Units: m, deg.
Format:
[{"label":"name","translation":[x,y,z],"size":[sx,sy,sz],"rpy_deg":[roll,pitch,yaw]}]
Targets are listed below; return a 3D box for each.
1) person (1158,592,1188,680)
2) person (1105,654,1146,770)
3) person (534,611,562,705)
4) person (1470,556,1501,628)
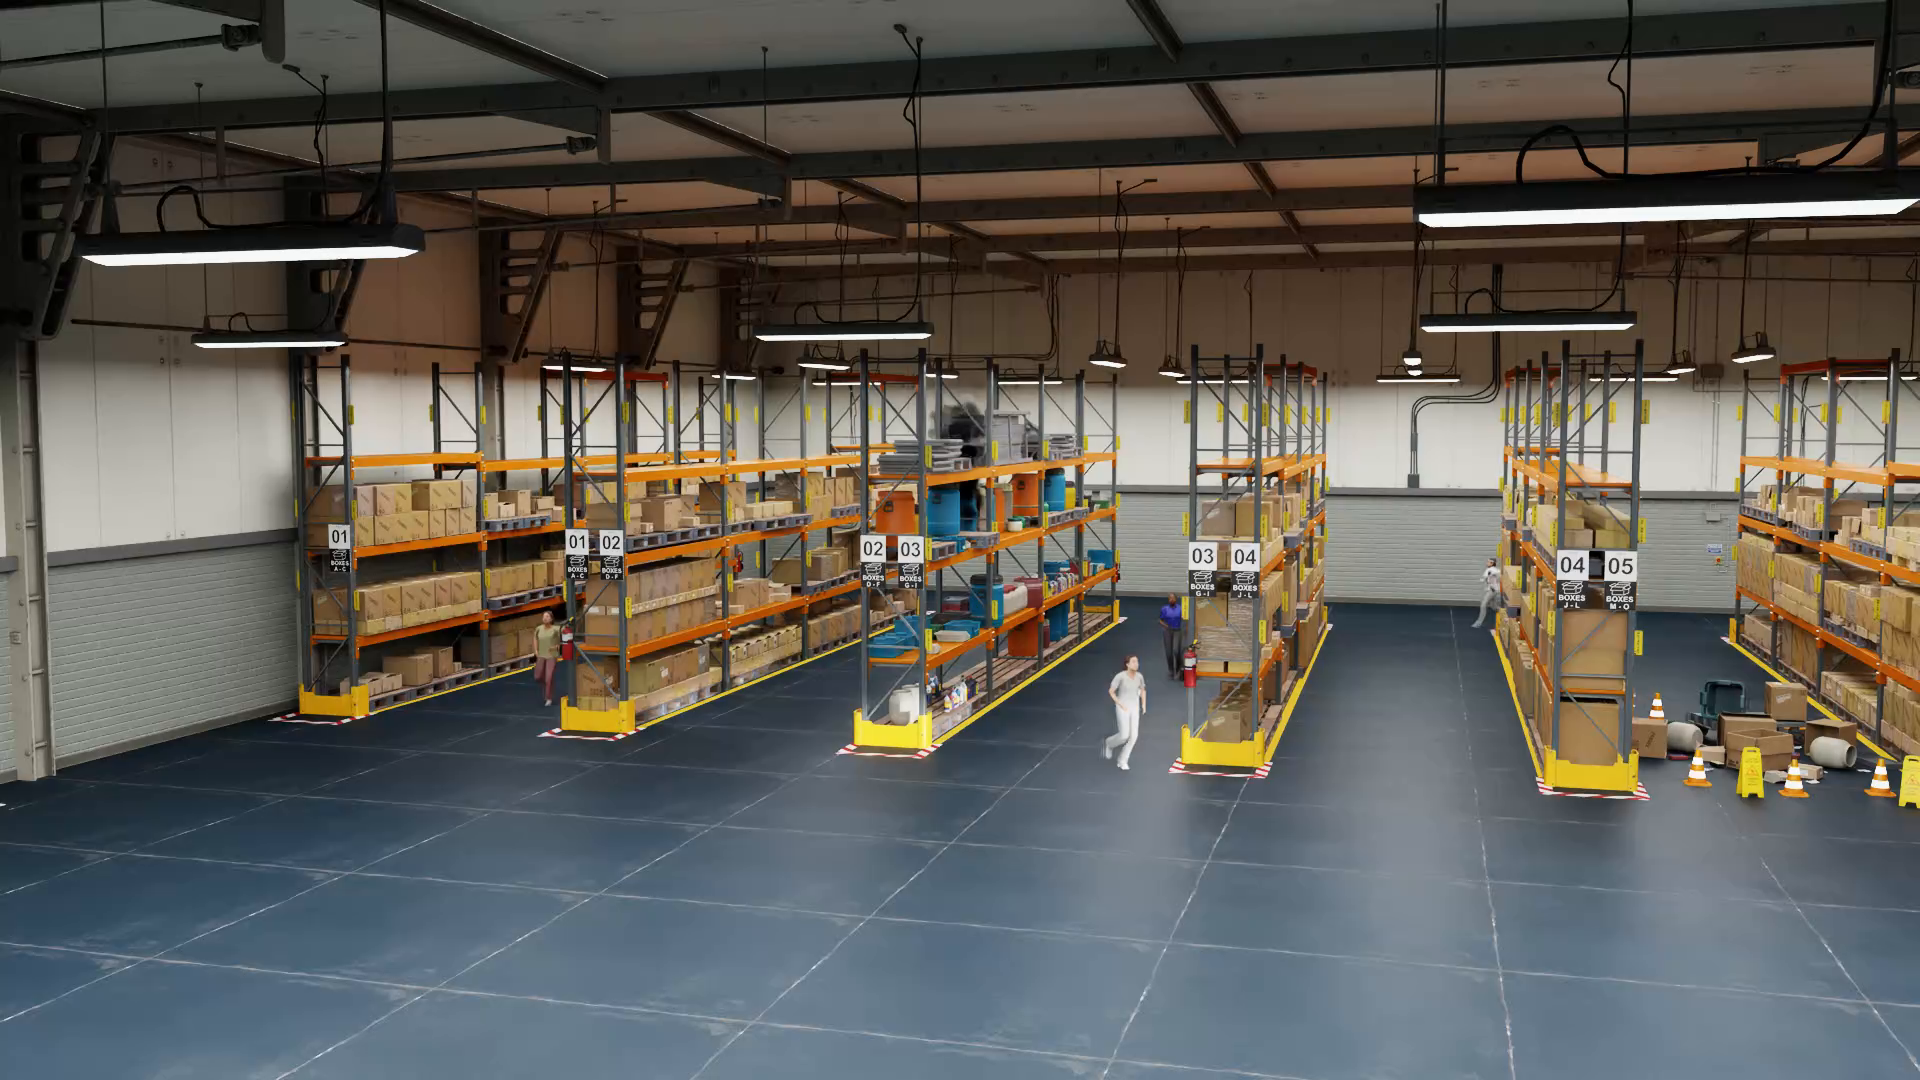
[{"label":"person","translation":[4.055,1.833,31.536],"size":[0.590,1.695,0.695],"rpy_deg":[1,4,14]},{"label":"person","translation":[2.380,2.419,23.704],"size":[0.592,1.618,0.586],"rpy_deg":[-2,5,-25]},{"label":"person","translation":[-7.126,2.036,28.782],"size":[0.608,1.632,0.558],"rpy_deg":[1,4,8]},{"label":"person","translation":[12.464,1.217,39.048],"size":[0.943,1.689,0.637],"rpy_deg":[0,4,1]}]
